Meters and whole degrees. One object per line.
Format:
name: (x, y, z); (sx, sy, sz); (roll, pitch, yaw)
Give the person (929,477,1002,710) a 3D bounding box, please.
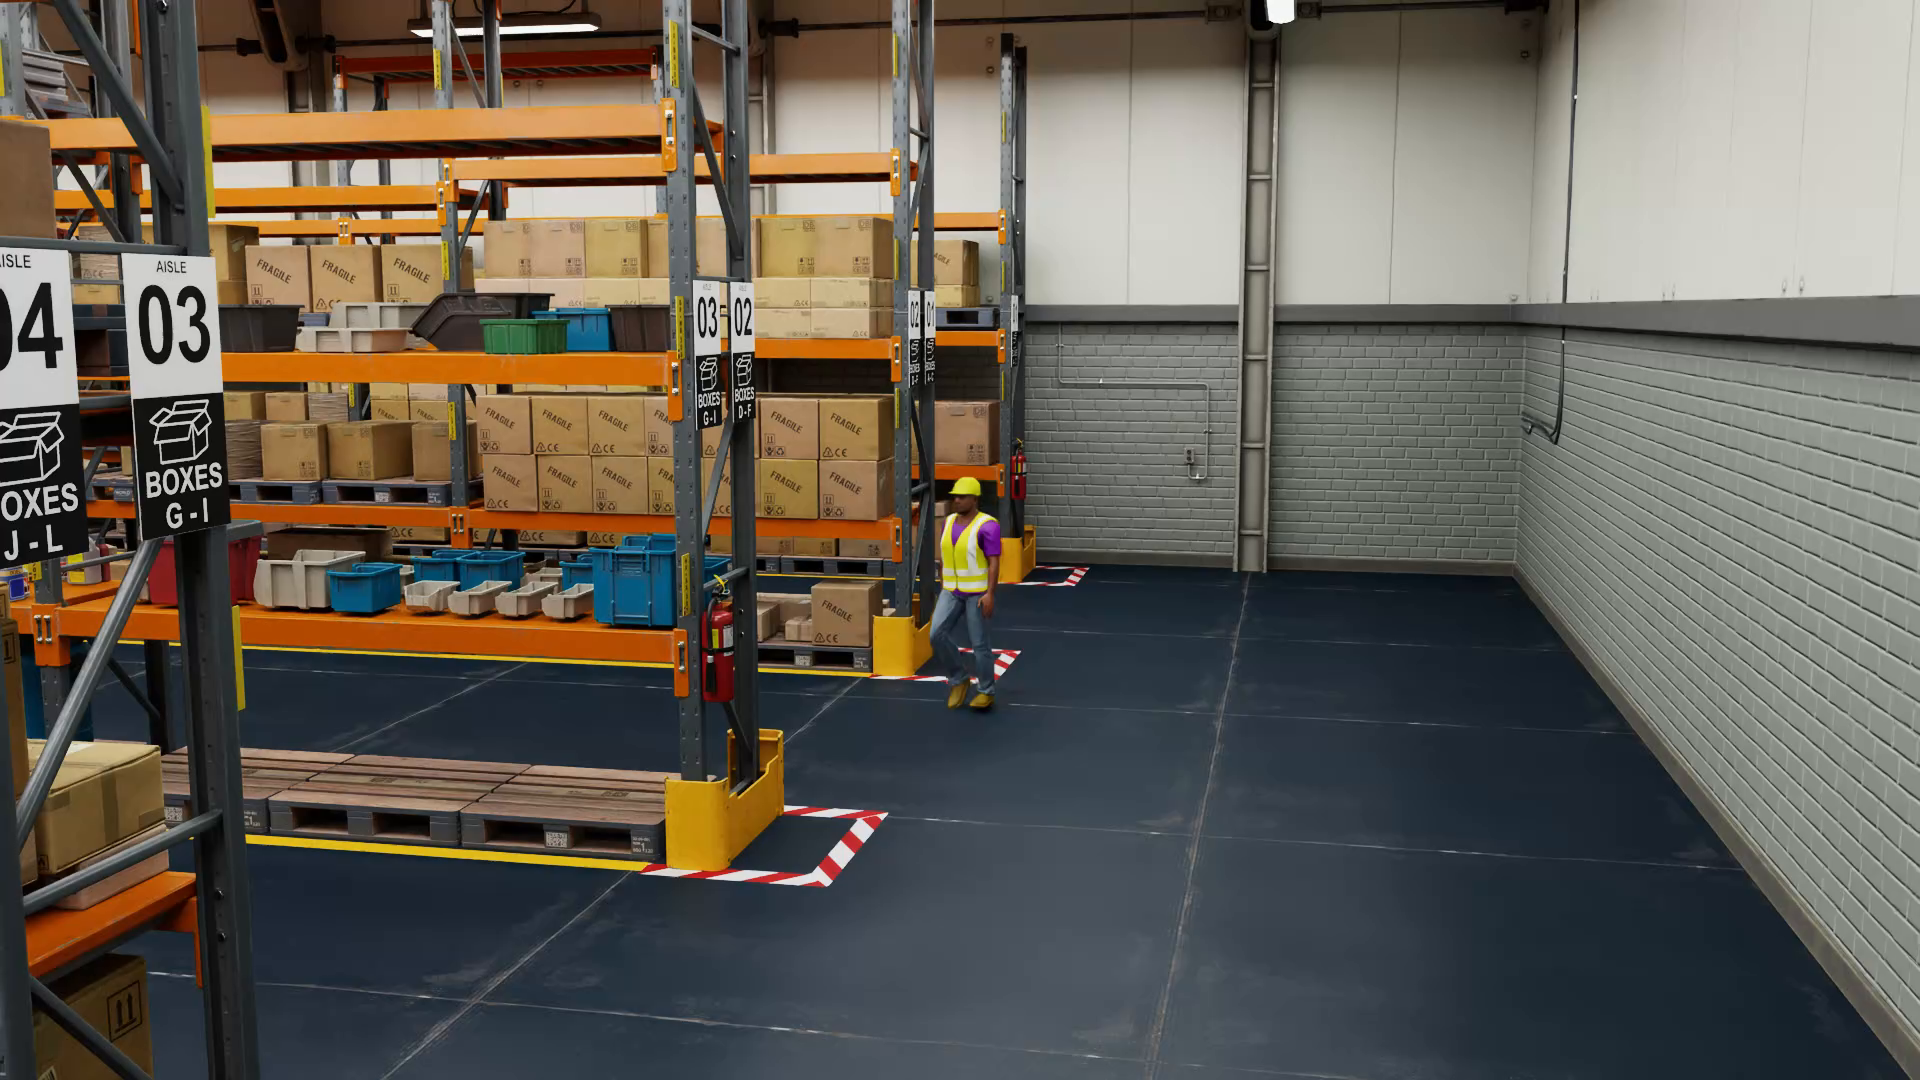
person: (0.039, 0.417, 12.641); (0.673, 1.793, 0.484); (6, 10, 36)
